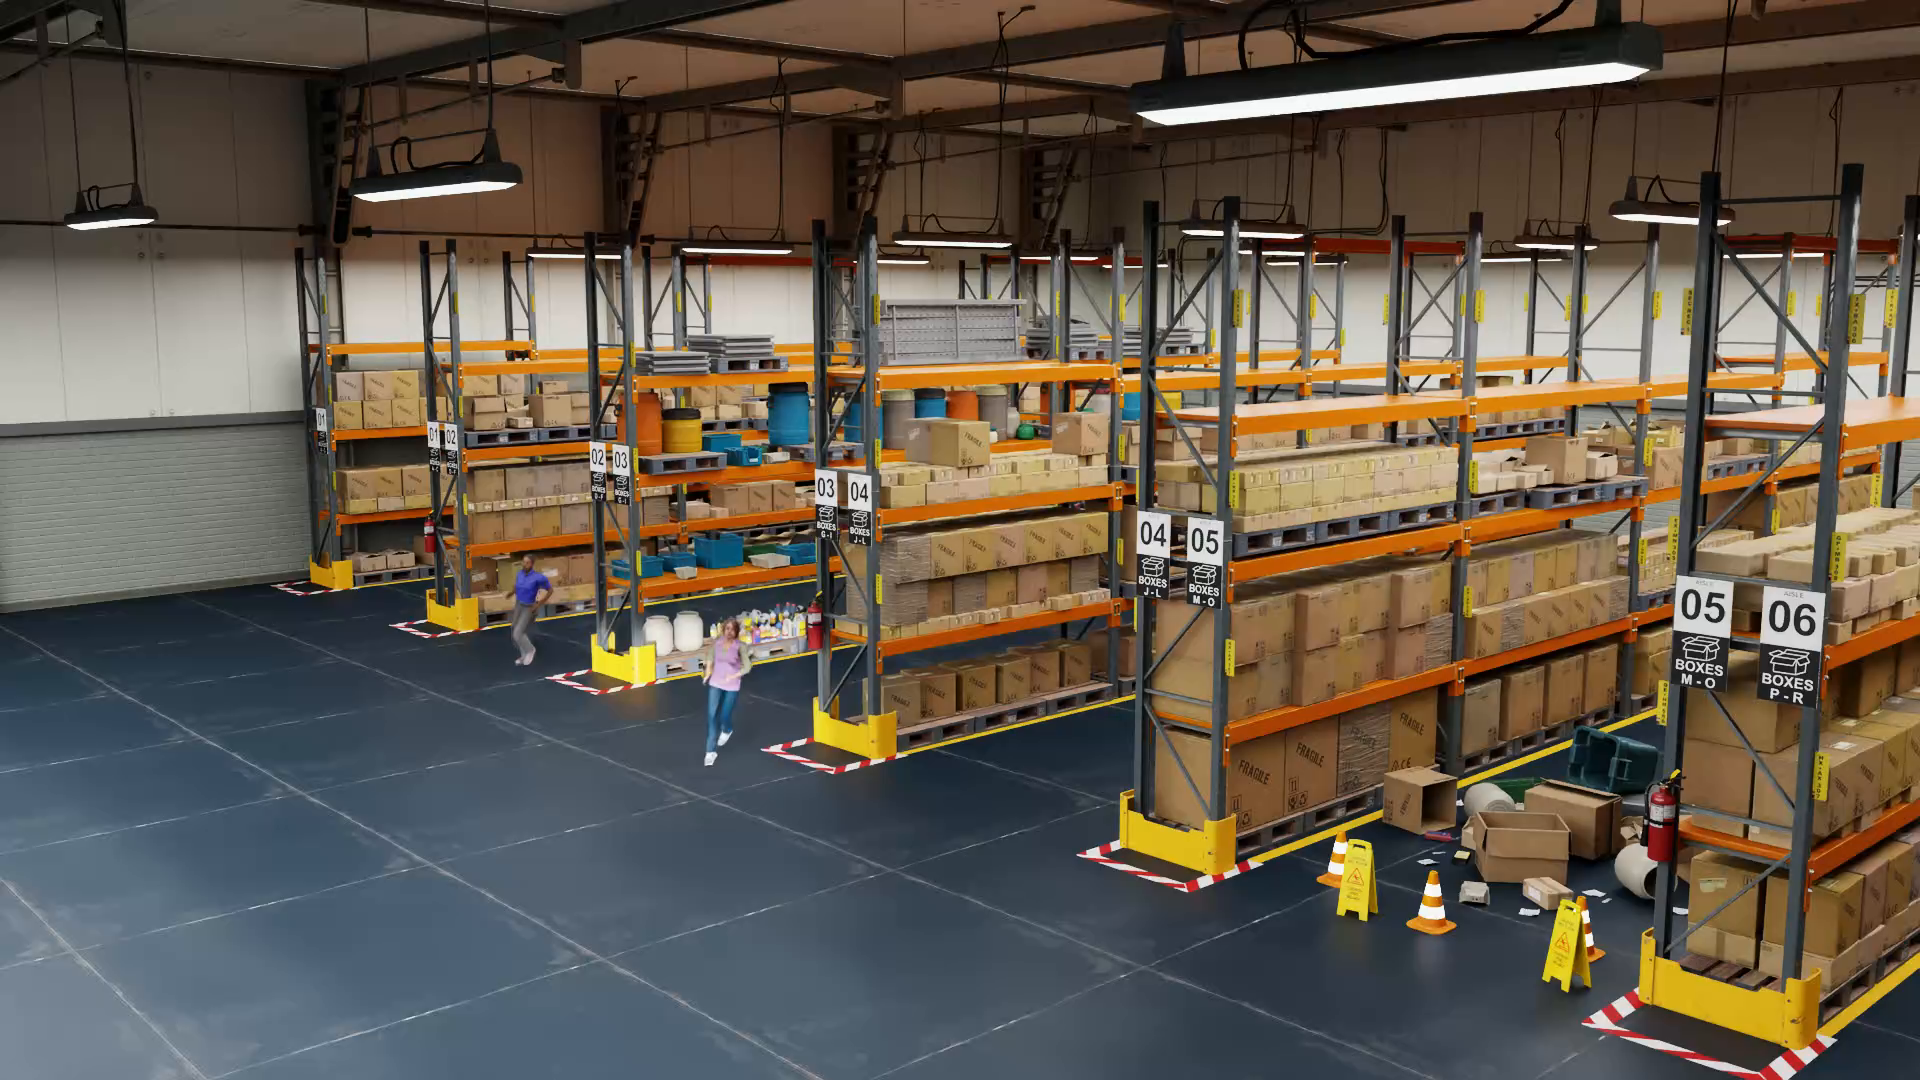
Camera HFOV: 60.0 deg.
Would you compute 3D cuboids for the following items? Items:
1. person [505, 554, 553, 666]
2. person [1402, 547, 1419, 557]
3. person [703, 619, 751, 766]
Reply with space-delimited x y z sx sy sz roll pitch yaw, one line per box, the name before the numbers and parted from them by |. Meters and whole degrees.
person | -6.050 0.995 23.185 0.586 1.585 0.570 5 10 31
person | 6.277 0.888 23.435 0.562 1.716 0.855 7 11 40
person | -2.617 1.666 18.628 0.569 1.580 0.792 1 8 9
